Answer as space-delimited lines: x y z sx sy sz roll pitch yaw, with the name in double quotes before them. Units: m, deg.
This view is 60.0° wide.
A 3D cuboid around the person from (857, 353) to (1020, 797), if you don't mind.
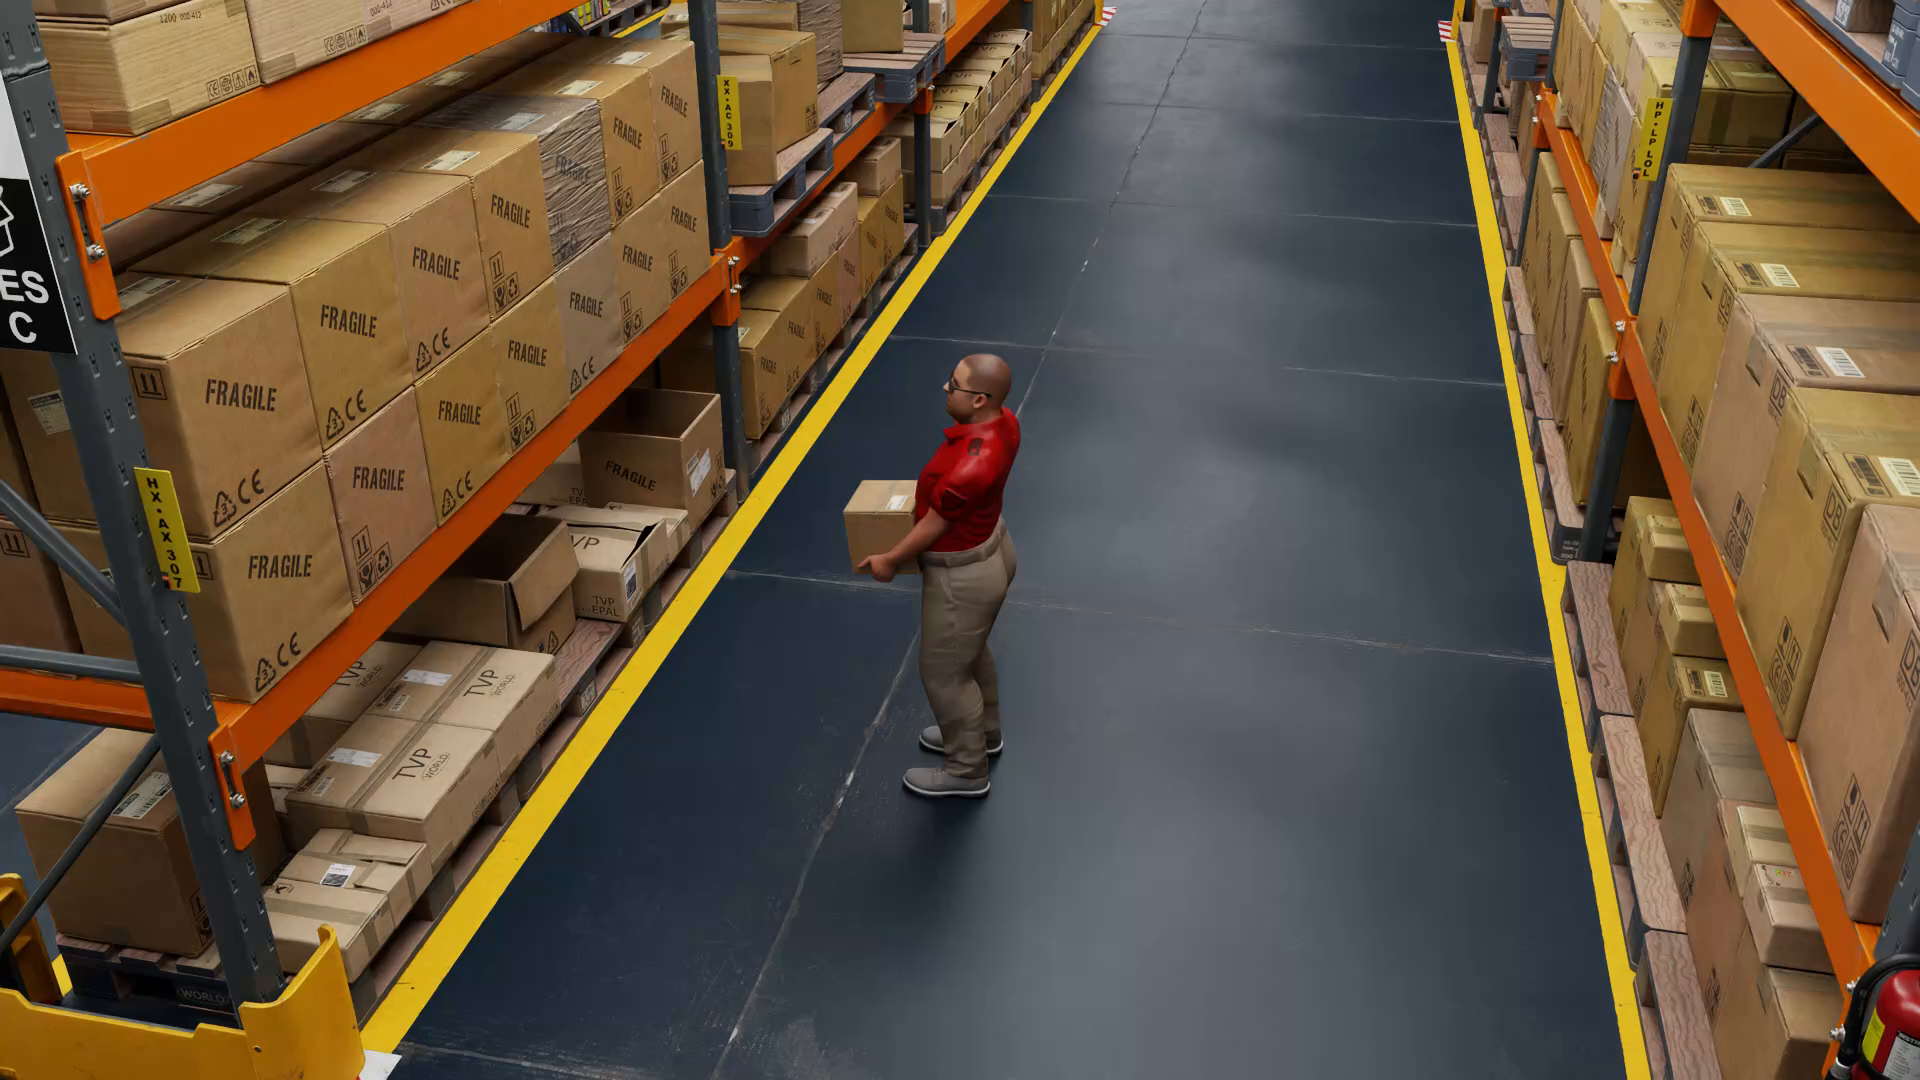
"person" -0.078 0.119 5.936 0.531 1.713 0.494 6 29 11
